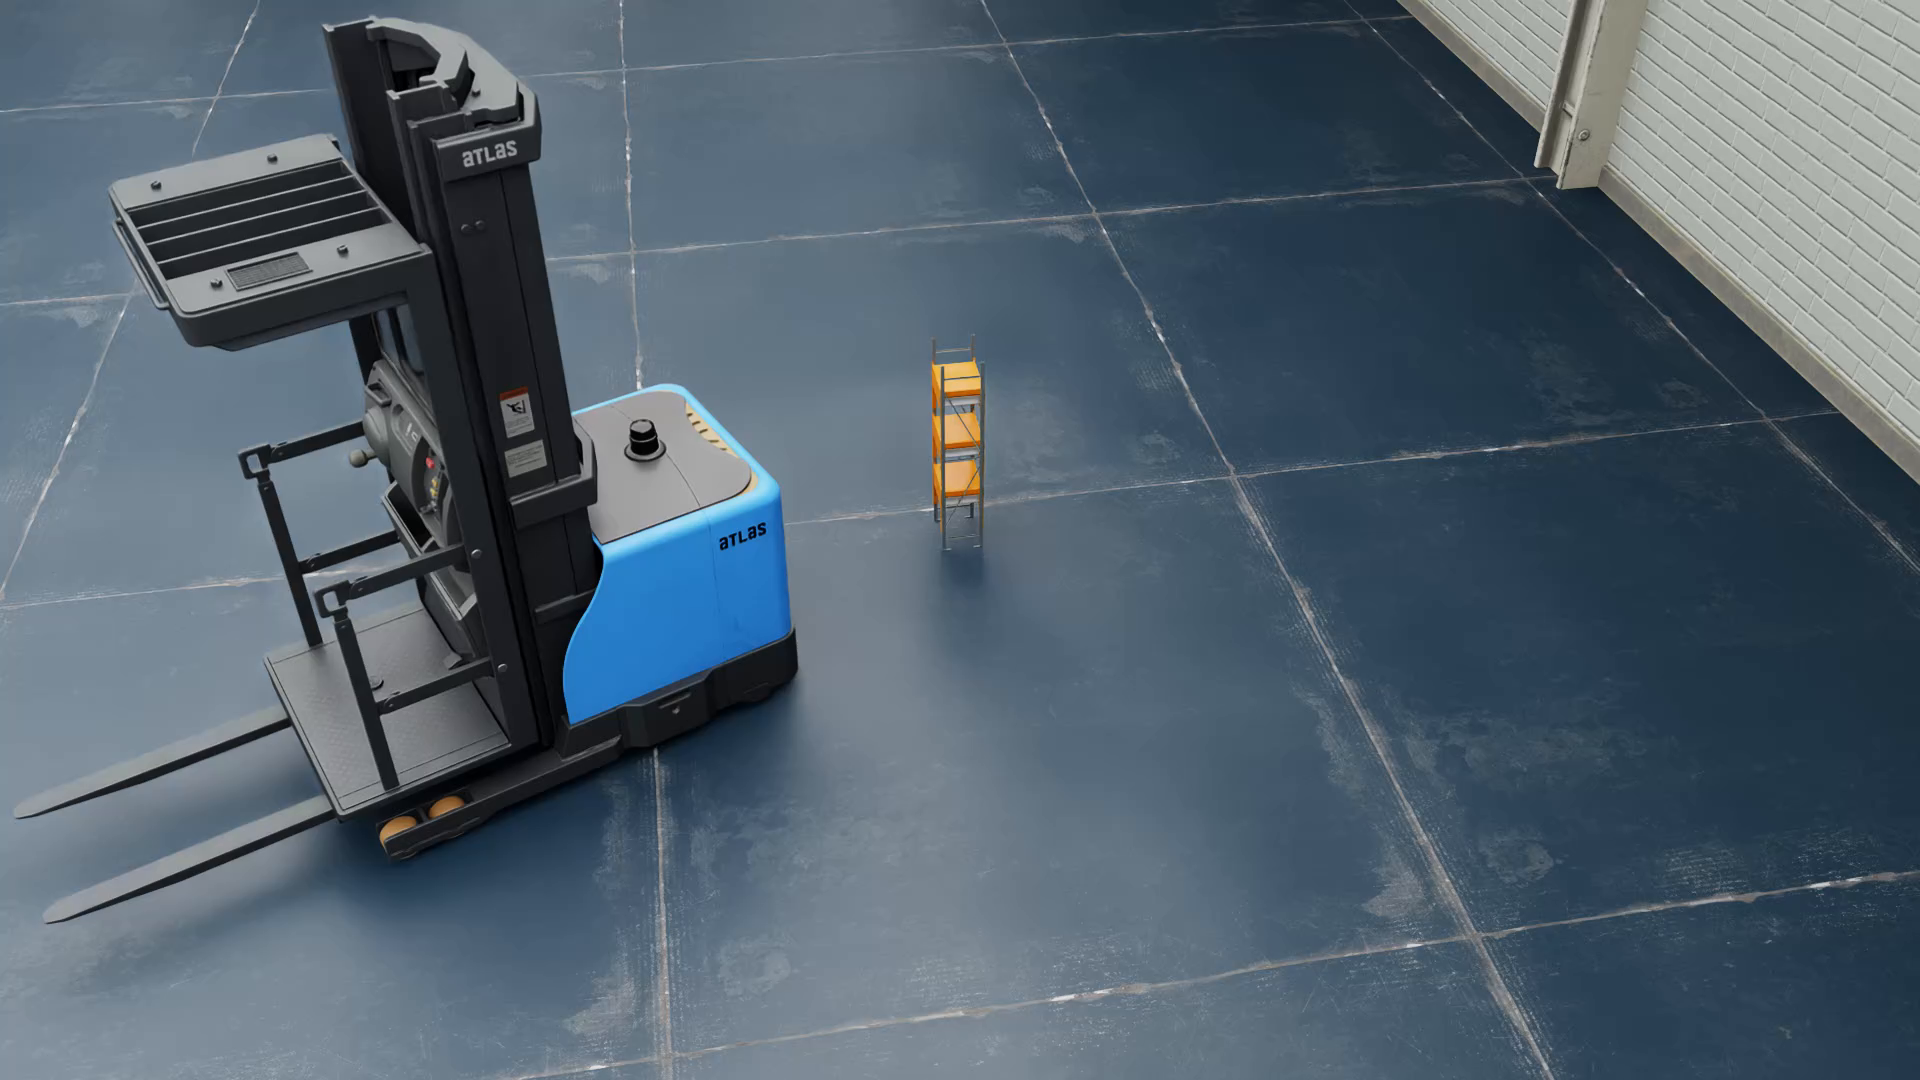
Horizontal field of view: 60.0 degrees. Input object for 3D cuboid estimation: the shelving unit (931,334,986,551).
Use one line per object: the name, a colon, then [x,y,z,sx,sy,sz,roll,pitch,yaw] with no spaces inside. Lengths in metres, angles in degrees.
shelving unit: [-0.009,-0.447,7.869,0.215,1.050,0.252,-6,38,-8]

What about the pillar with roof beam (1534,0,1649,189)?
pillar with roof beam: [-0.088,-5.586,8.005,9.100,9.000,0.400,-6,38,-8]

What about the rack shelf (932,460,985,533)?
rack shelf: [-0.009,-0.219,8.046,0.215,0.259,0.240,-6,38,-8]

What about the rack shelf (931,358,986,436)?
rack shelf: [-0.009,-0.663,7.702,0.215,0.259,0.240,-6,38,-8]

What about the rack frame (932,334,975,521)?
rack frame: [-0.031,-0.521,7.964,0.200,1.050,0.008,-6,38,-8]

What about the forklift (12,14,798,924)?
forklift: [-2.224,-0.277,6.117,3.031,2.935,1.130,-22,43,-26]

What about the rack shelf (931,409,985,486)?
rack shelf: [-0.009,-0.439,7.876,0.215,0.259,0.240,-6,38,-8]

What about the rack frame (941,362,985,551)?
rack frame: [0.012,-0.373,7.775,0.200,1.050,0.008,-6,38,-8]
